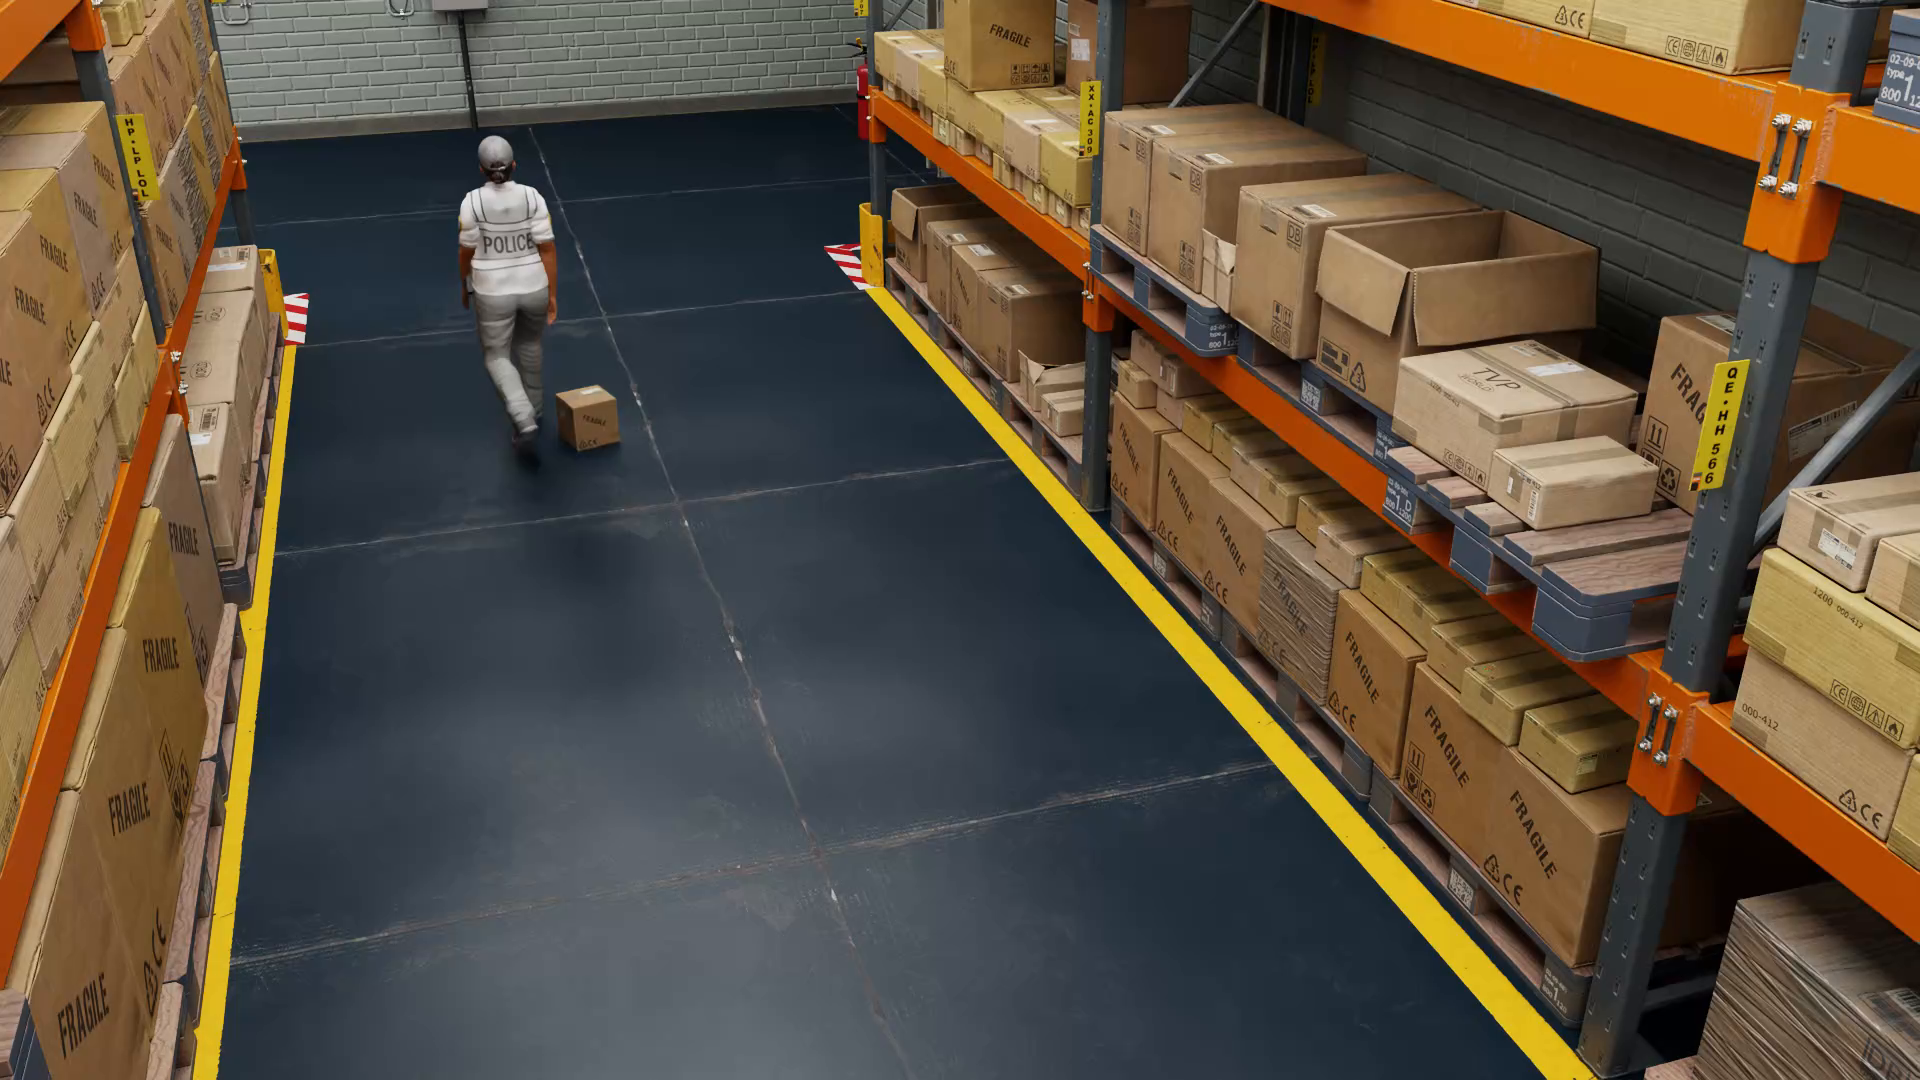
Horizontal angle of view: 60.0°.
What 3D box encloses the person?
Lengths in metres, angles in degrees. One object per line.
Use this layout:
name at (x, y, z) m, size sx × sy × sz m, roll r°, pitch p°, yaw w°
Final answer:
person at (-2.361, -1.312, 8.735) m, size 0.475 × 1.616 × 0.914 m, roll -15°, pitch 30°, yaw -27°
